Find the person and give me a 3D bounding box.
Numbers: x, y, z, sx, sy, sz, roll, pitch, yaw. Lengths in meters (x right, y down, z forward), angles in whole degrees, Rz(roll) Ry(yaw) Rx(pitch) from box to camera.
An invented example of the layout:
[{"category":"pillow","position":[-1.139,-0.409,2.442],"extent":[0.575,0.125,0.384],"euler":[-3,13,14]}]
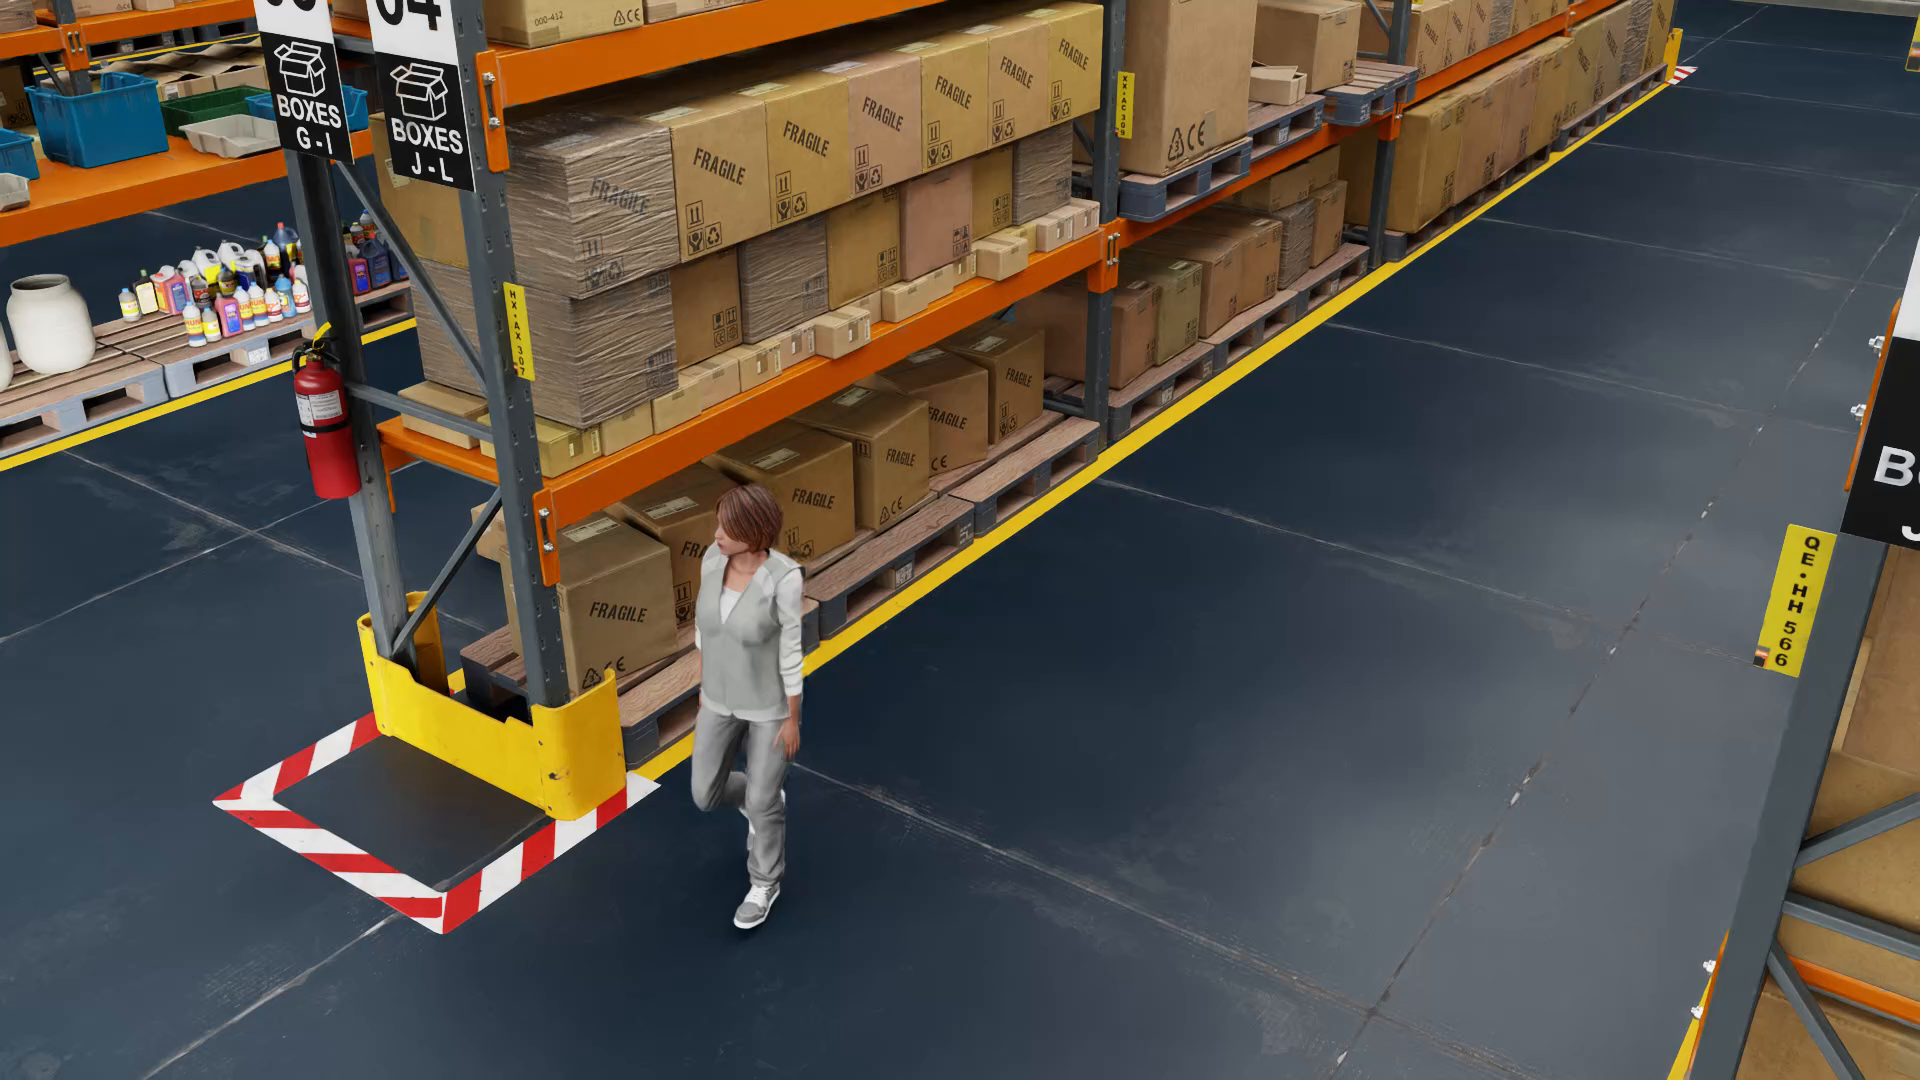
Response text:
[{"category":"person","position":[-0.689,0.529,5.546],"extent":[0.423,1.587,0.503],"euler":[12,29,21]}]
